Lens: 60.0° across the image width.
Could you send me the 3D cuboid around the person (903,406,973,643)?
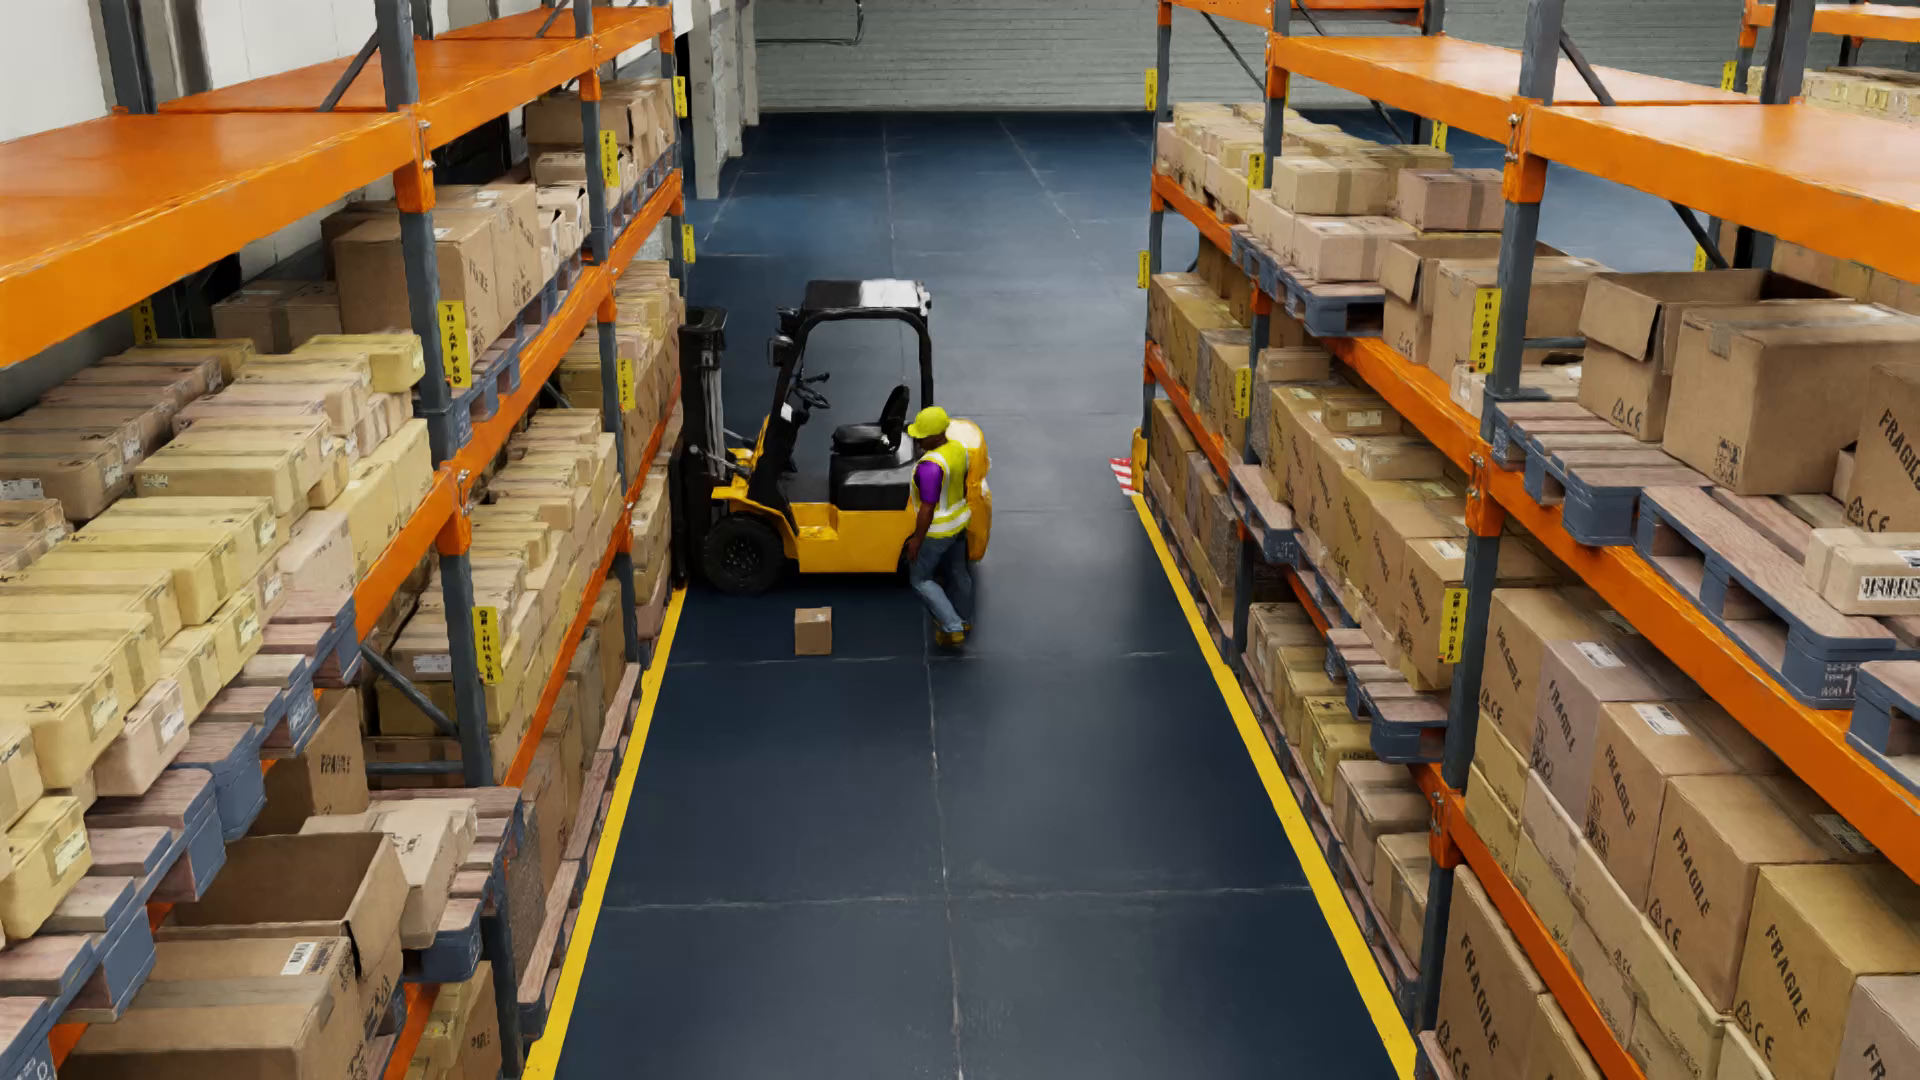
[{"bbox_3d":[-0.103,-0.094,11.343,0.525,1.752,0.689,12,24,30],"label":"person"}]
